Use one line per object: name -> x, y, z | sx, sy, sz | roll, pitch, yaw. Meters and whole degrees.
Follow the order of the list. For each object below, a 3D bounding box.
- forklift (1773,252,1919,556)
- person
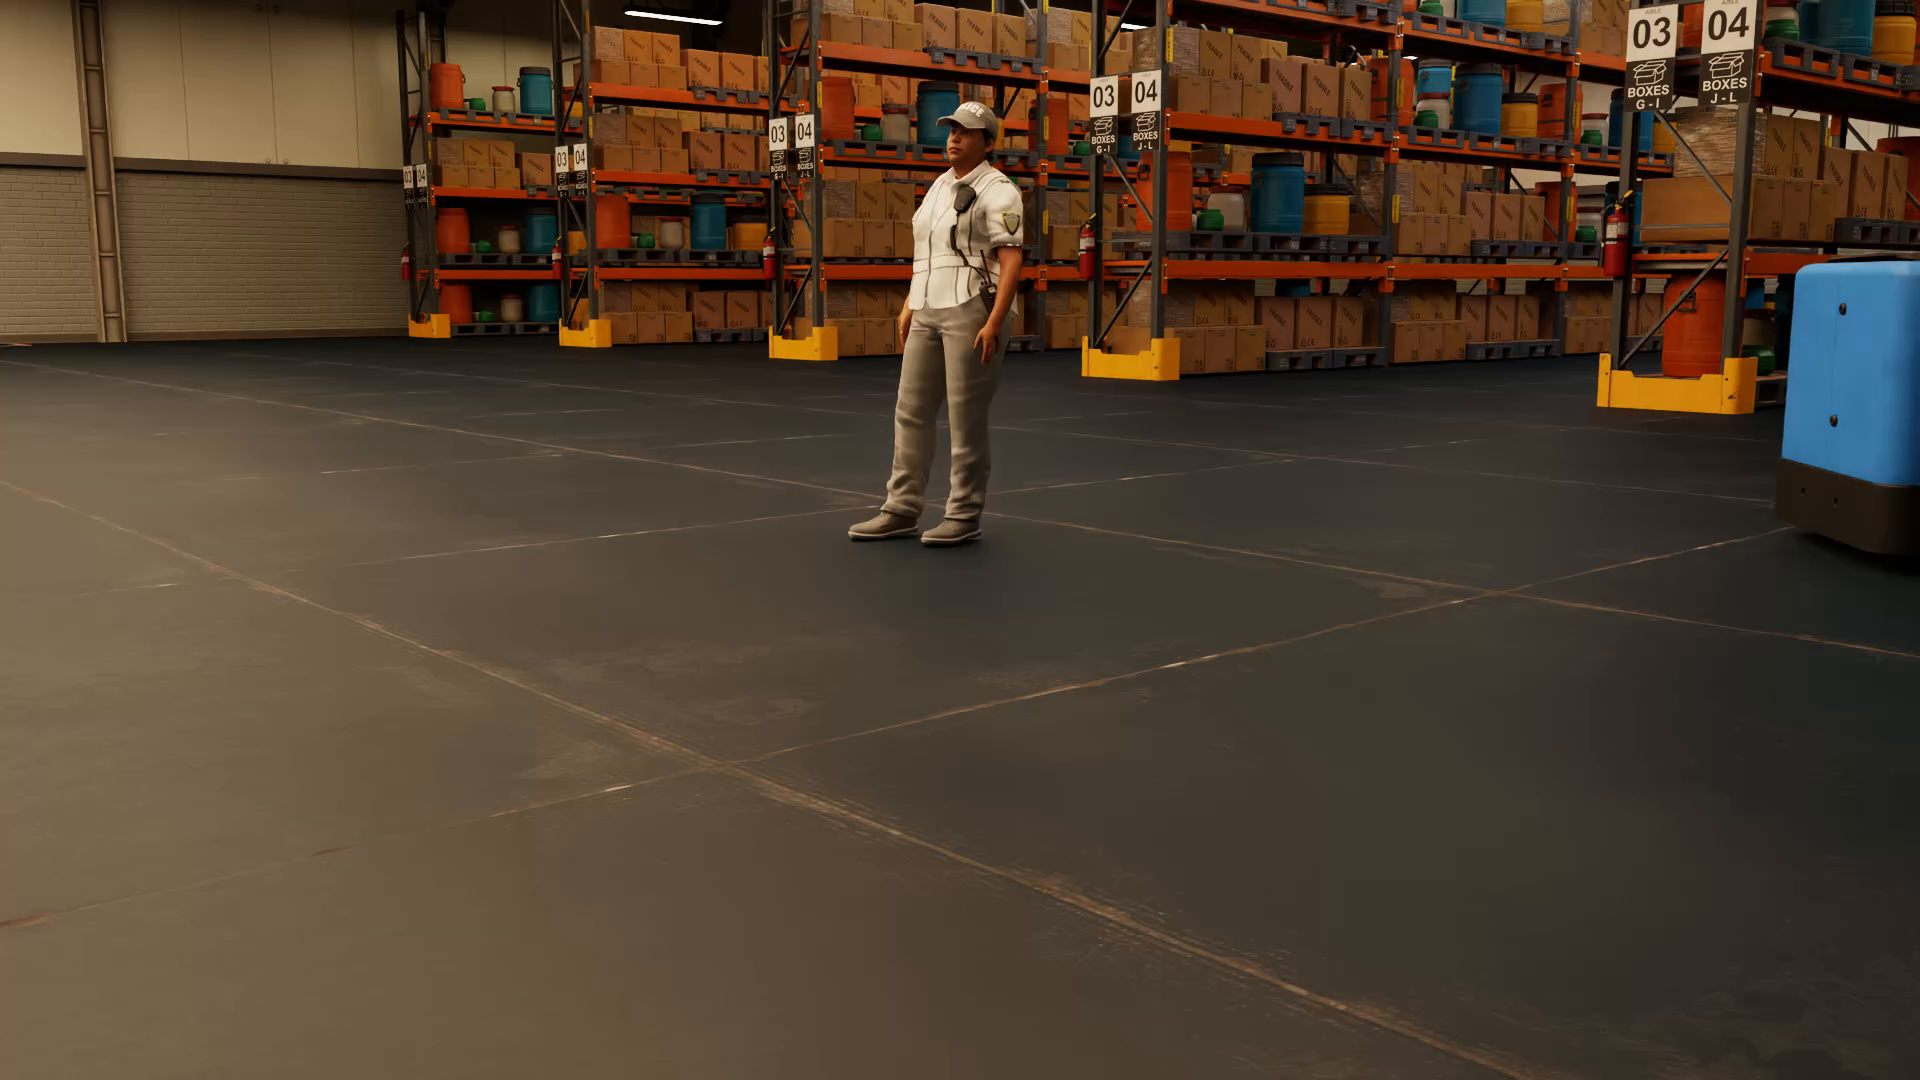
forklift -> 4.715, -1.377, 5.856 | 3.031, 2.935, 1.130 | 1, 9, 6
person -> -0.073, -0.825, 6.379 | 0.529, 1.670, 0.598 | -8, 12, -40
